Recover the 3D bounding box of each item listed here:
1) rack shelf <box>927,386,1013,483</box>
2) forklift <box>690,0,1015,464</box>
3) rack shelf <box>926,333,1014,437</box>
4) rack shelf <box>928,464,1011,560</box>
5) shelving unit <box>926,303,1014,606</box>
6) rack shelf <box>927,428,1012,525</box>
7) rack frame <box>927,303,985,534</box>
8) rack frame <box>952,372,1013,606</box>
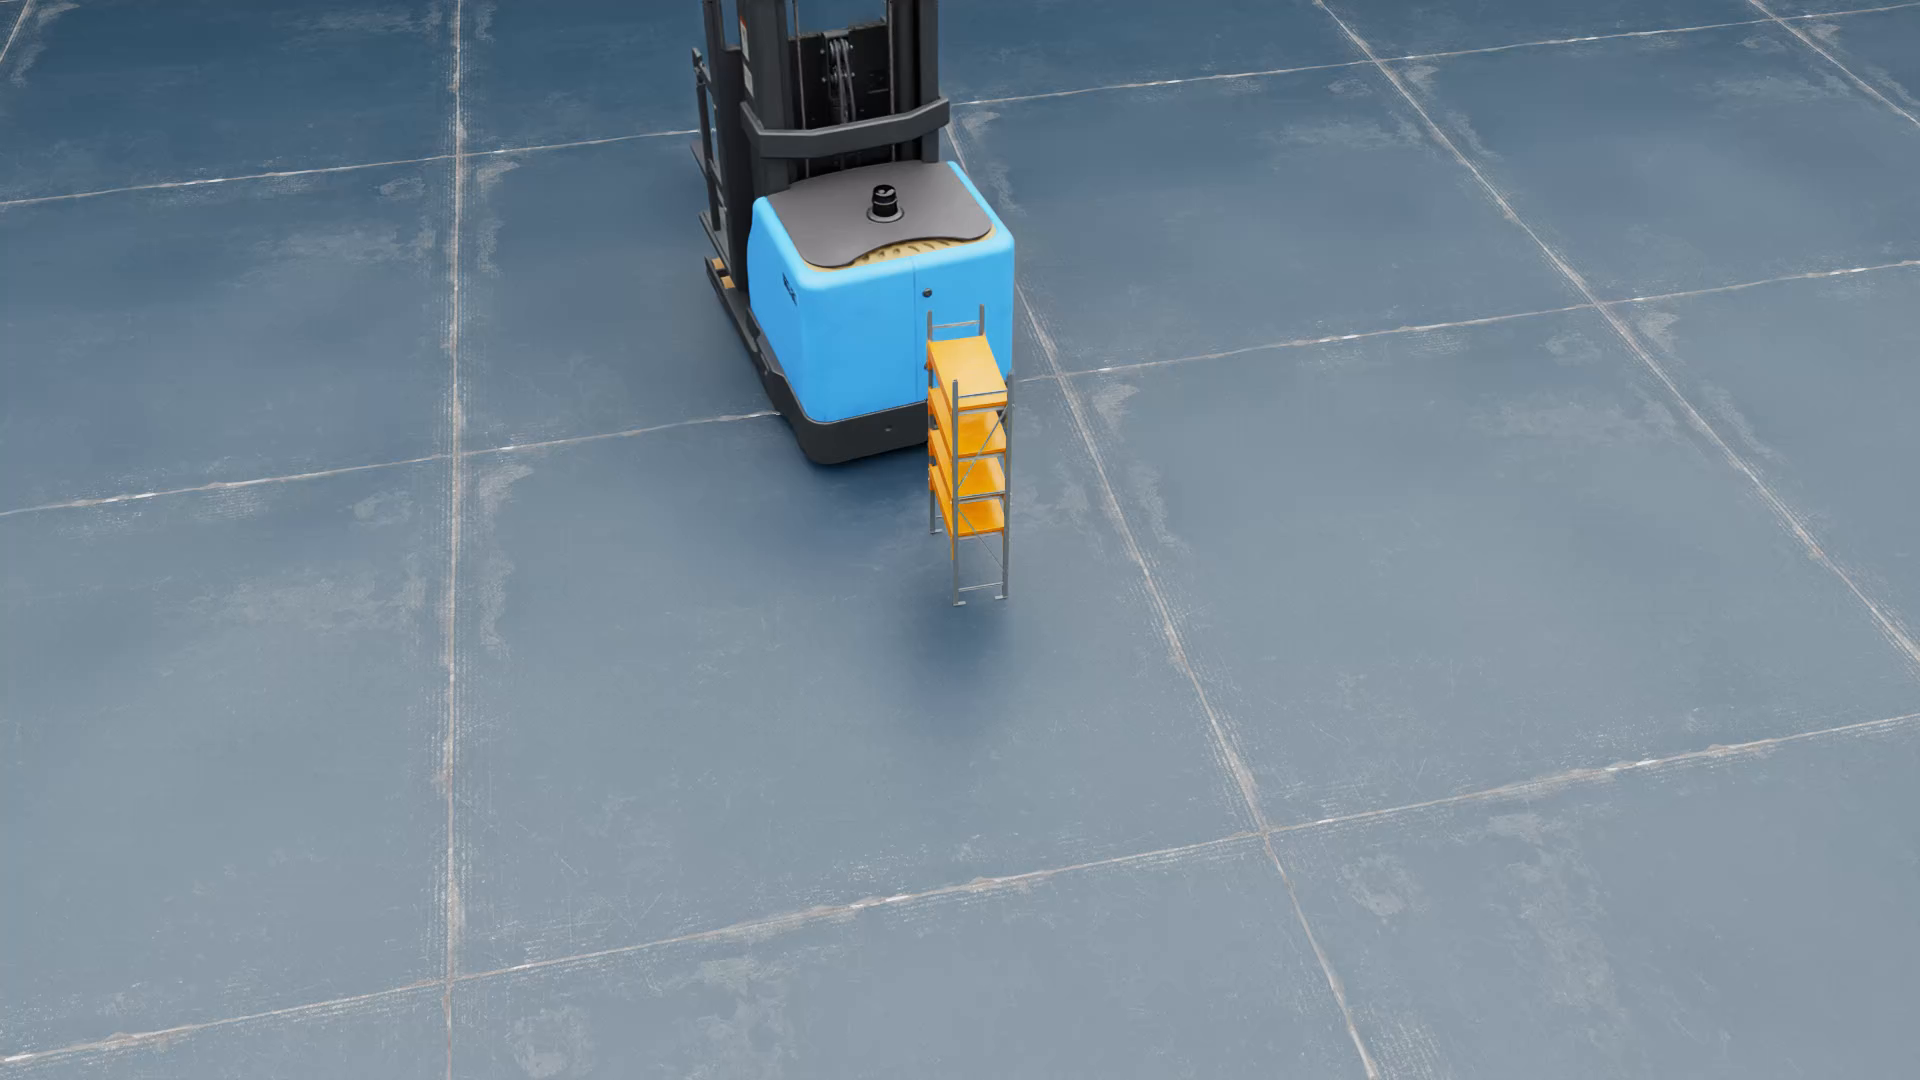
[{"bbox_3d":[0.036,-0.458,6.909,0.258,0.148,0.480,-8,42,-9],"label":"rack shelf"},{"bbox_3d":[-0.739,-2.440,8.073,1.130,2.935,3.031,-14,44,-16],"label":"forklift"},{"bbox_3d":[0.036,-0.635,6.752,0.258,0.148,0.480,-8,42,-9],"label":"rack shelf"},{"bbox_3d":[0.036,-0.143,7.189,0.258,0.148,0.480,-8,42,-9],"label":"rack shelf"},{"bbox_3d":[0.036,-0.341,7.013,0.258,1.200,0.503,-8,42,-9],"label":"shelving unit"},{"bbox_3d":[0.036,-0.291,7.057,0.258,0.148,0.480,-8,42,-9],"label":"rack shelf"},{"bbox_3d":[-0.017,-0.500,7.191,0.240,1.200,0.015,-8,42,-9],"label":"rack frame"},{"bbox_3d":[0.088,-0.183,6.834,0.240,1.200,0.015,-8,42,-9],"label":"rack frame"}]
